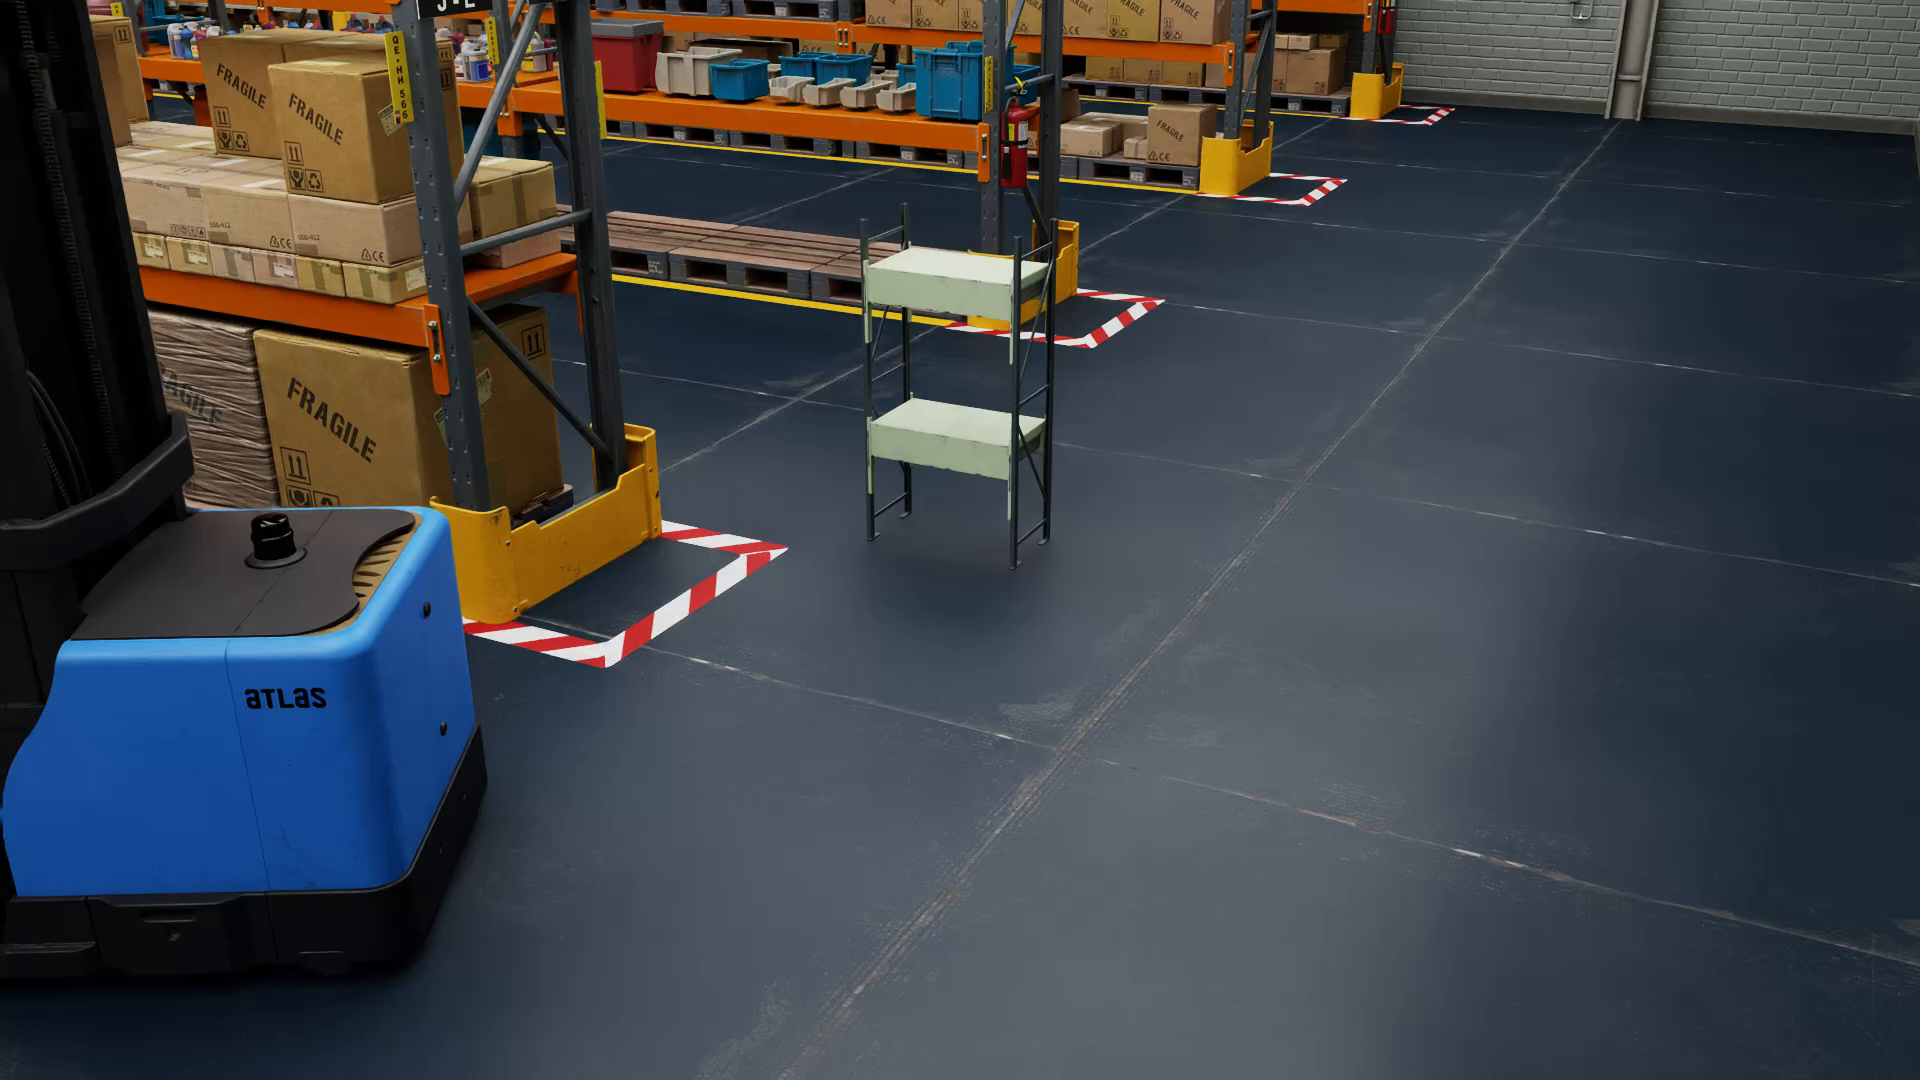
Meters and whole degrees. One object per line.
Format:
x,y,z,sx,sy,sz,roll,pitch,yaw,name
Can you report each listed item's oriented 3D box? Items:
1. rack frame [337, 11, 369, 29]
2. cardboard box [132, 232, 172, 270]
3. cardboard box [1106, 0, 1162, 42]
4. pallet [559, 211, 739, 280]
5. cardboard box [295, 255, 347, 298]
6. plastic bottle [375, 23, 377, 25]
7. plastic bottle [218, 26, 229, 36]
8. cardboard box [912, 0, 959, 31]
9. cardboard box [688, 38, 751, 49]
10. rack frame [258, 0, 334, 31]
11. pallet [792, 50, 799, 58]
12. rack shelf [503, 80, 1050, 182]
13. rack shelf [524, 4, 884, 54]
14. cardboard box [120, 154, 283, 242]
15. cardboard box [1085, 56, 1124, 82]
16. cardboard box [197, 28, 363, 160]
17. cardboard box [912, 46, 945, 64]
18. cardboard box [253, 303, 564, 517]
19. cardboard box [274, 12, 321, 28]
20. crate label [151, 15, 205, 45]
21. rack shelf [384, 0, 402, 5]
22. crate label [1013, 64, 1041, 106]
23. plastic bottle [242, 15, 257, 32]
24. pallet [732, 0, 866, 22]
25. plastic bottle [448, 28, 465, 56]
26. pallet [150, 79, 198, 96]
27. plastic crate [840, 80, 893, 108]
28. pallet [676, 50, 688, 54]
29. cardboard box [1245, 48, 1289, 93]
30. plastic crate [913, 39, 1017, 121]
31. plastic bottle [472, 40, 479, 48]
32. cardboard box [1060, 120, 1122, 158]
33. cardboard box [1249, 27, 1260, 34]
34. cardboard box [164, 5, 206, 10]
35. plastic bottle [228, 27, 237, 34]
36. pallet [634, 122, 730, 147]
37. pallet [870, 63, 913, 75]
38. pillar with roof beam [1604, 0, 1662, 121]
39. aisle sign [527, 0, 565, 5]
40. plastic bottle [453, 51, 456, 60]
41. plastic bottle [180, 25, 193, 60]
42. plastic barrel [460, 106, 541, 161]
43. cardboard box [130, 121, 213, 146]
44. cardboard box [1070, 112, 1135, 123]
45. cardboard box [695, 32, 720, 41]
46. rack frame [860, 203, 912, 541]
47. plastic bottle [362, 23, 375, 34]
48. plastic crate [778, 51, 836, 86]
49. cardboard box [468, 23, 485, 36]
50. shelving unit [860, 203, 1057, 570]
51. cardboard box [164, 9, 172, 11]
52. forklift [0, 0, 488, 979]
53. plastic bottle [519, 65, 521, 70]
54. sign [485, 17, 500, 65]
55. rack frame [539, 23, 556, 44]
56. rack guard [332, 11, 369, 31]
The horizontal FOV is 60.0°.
-9.391,-9.272,25.720,0.127,3.000,1.000,11,25,25,rack frame
-3.428,-1.315,7.330,0.250,0.149,0.380,11,26,25,cardboard box
1.668,-4.837,15.162,0.500,0.500,0.500,11,26,25,cardboard box
-2.479,-2.294,12.874,1.213,0.211,1.003,11,25,25,pallet
-2.517,-1.135,6.906,0.250,0.149,0.380,11,26,25,cardboard box
-4.865,-4.165,13.861,0.133,0.283,0.061,11,25,25,plastic bottle
-5.970,-4.035,13.555,0.133,0.283,0.061,11,25,25,plastic bottle
-0.124,-5.194,16.003,0.500,0.500,0.500,12,26,25,cardboard box
-2.576,-5.255,17.948,0.500,0.250,0.500,11,25,24,cardboard box
-8.054,-6.835,19.989,0.127,3.000,1.000,11,25,25,rack frame
-2.949,-6.715,23.270,1.213,0.211,1.003,11,25,25,pallet
-1.368,-3.009,11.912,4.000,0.370,1.077,11,25,25,rack shelf
-2.699,-5.445,17.639,4.000,0.370,1.077,11,25,25,rack shelf
-3.276,-1.497,7.250,0.500,0.250,0.500,10,25,23,cardboard box
1.939,-6.028,20.750,0.500,0.500,0.700,12,26,25,cardboard box
-3.035,-2.027,7.536,0.500,0.500,0.500,10,25,23,cardboard box
-0.116,-6.583,21.606,0.750,0.750,0.750,12,26,26,cardboard box
-2.425,-0.558,7.407,0.875,0.875,0.875,11,25,25,cardboard box
-8.326,-6.299,20.748,0.500,0.500,0.500,11,25,25,cardboard box
-6.929,-4.528,14.778,0.416,0.233,0.303,11,25,25,crate label
-3.602,-2.659,7.257,4.000,0.370,1.077,11,25,25,rack shelf
0.345,-3.096,11.334,0.303,0.233,0.416,11,25,25,crate label
-6.169,-4.423,14.467,0.133,0.283,0.061,11,25,25,plastic bottle
-1.578,-5.513,17.127,1.213,0.211,1.003,11,25,25,pallet
-4.080,-4.010,13.496,0.133,0.283,0.061,11,25,25,plastic bottle
-9.837,-5.922,21.405,1.213,0.211,1.003,11,25,25,pallet
-0.644,-3.030,11.303,0.243,0.136,0.396,11,25,25,plastic crate
-4.034,-6.931,23.777,1.213,0.211,1.003,11,25,25,pallet
3.771,-5.667,19.900,0.500,0.500,0.700,11,25,24,cardboard box
0.034,-3.025,10.908,0.499,0.435,0.616,11,25,25,plastic crate
-3.898,-3.928,13.408,0.097,0.201,0.097,0,23,0,plastic bottle
1.225,-3.842,15.901,0.500,0.250,0.500,11,25,25,cardboard box
3.516,-6.103,20.097,0.250,0.149,0.380,12,26,25,cardboard box
-10.111,-6.652,21.578,0.500,0.500,0.500,11,25,25,cardboard box
-5.950,-4.060,13.630,0.097,0.271,0.097,0,23,0,plastic bottle
-2.750,-4.485,18.026,1.213,0.211,1.003,11,25,25,pallet
-0.498,-6.195,22.047,1.213,0.211,1.003,11,25,25,pallet
5.745,-7.529,13.956,0.400,9.000,9.100,11,25,25,pillar with roof beam
-1.618,-2.545,6.581,0.004,0.787,0.394,11,25,25,aisle sign
-3.877,-3.621,12.581,0.133,0.283,0.061,11,25,25,plastic bottle
-6.391,-4.121,13.772,0.097,0.271,0.097,0,23,0,plastic bottle
-3.630,-3.023,13.170,0.708,0.901,0.600,11,25,25,plastic barrel
-3.956,-1.864,8.113,0.500,0.250,0.500,12,26,26,cardboard box
1.406,-4.025,16.333,0.500,0.250,0.500,11,25,25,cardboard box
-3.325,-7.152,23.367,0.500,0.500,0.700,11,25,24,cardboard box
-0.333,-0.756,7.611,0.023,1.500,0.400,11,25,25,rack frame
-4.892,-4.144,13.811,0.133,0.283,0.061,11,25,25,plastic bottle
-1.097,-3.382,12.006,0.300,0.233,0.416,11,25,25,plastic crate
-7.240,-7.746,25.212,0.250,0.149,0.380,9,25,20,cardboard box
-0.006,-0.691,7.459,0.755,1.500,0.431,11,25,25,shelving unit
-10.346,-6.471,21.151,0.500,0.500,0.500,11,25,25,cardboard box
-3.092,-0.263,4.623,3.031,2.935,1.130,-1,23,-2,forklift
-3.517,-3.853,13.231,0.097,0.201,0.097,0,23,0,plastic bottle
-3.402,-3.629,12.096,0.005,0.325,0.100,11,25,25,sign
-5.822,-8.566,24.059,0.127,3.000,1.000,11,25,25,rack frame
-9.324,-8.108,26.178,0.348,0.500,1.175,11,25,25,rack guard
